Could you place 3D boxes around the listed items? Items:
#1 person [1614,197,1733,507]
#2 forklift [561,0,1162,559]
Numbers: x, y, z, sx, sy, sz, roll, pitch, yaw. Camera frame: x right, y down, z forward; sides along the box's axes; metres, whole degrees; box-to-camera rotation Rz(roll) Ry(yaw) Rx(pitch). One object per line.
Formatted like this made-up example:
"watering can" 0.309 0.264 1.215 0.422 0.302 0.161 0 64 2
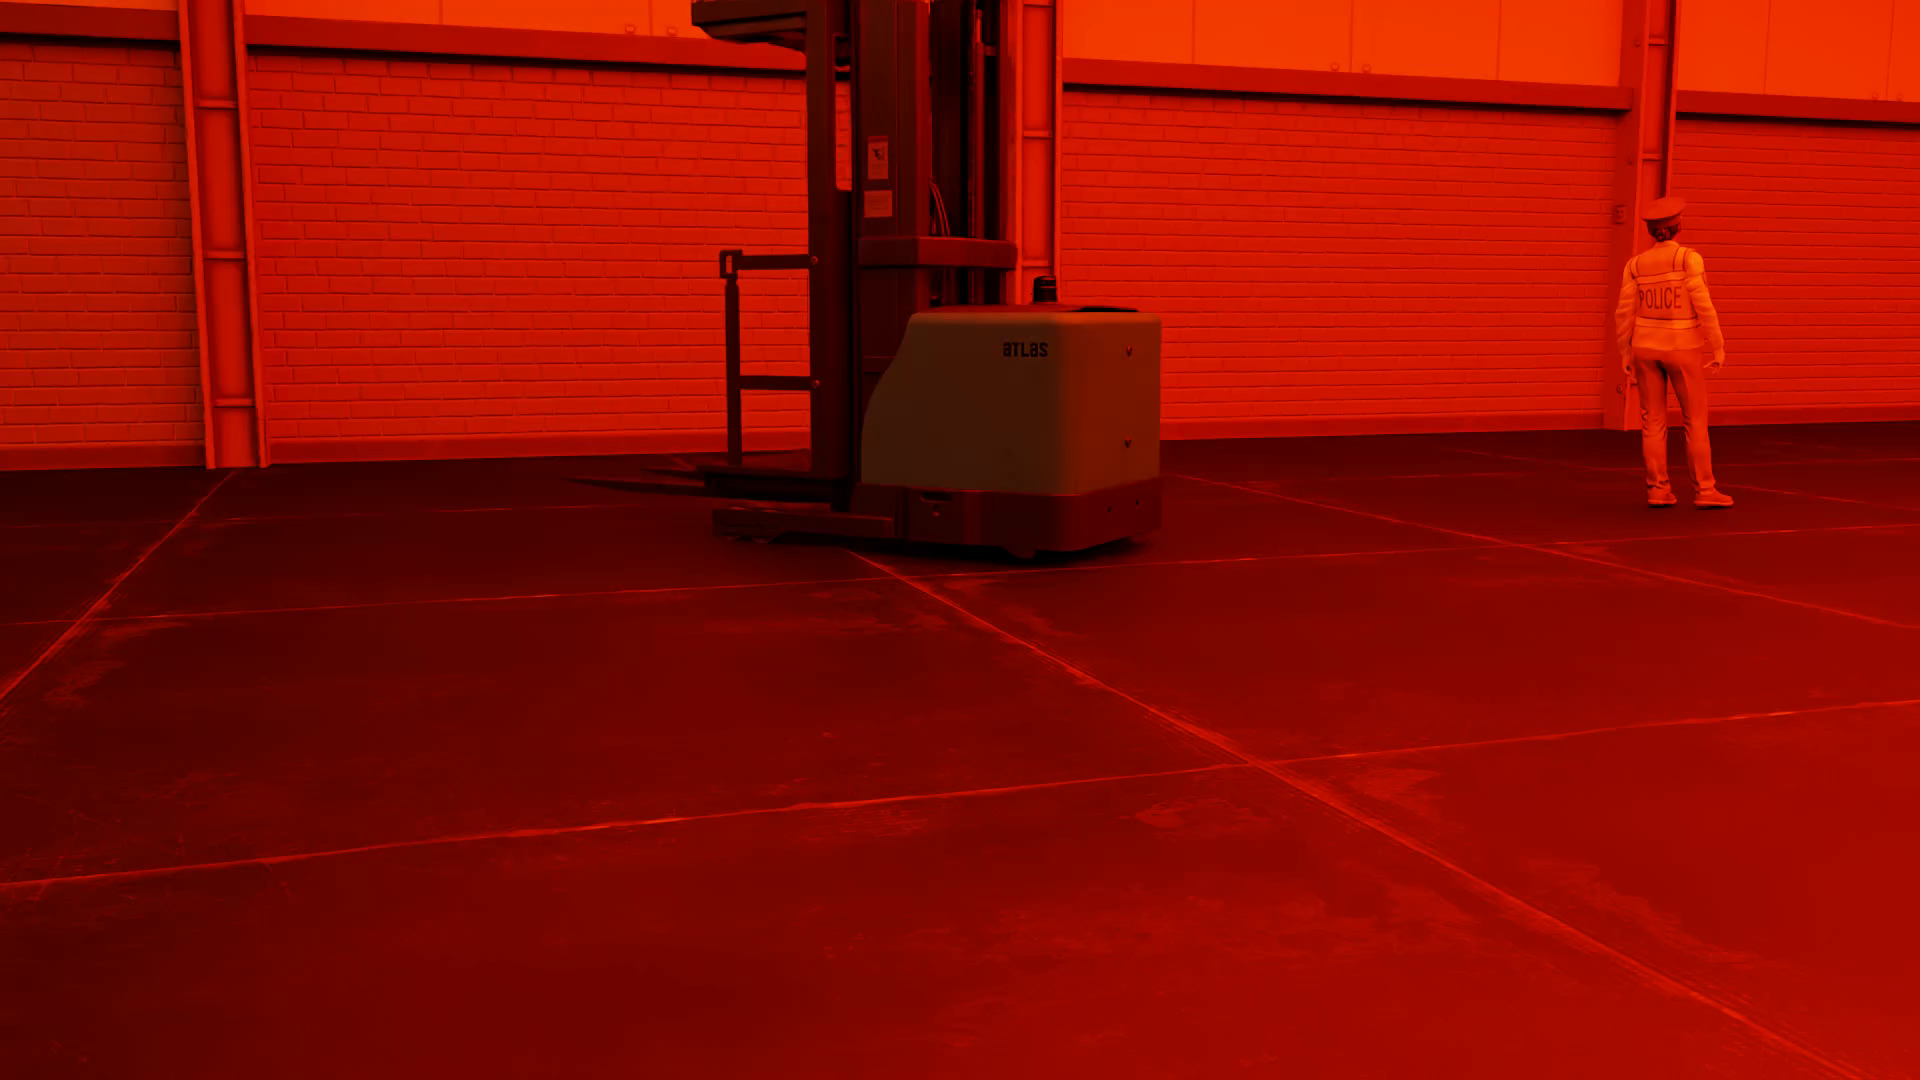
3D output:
"person" 3.942 -1.034 9.189 0.529 1.694 0.587 -7 11 -43
"forklift" -0.588 -1.490 8.001 3.031 2.935 1.130 4 9 29
